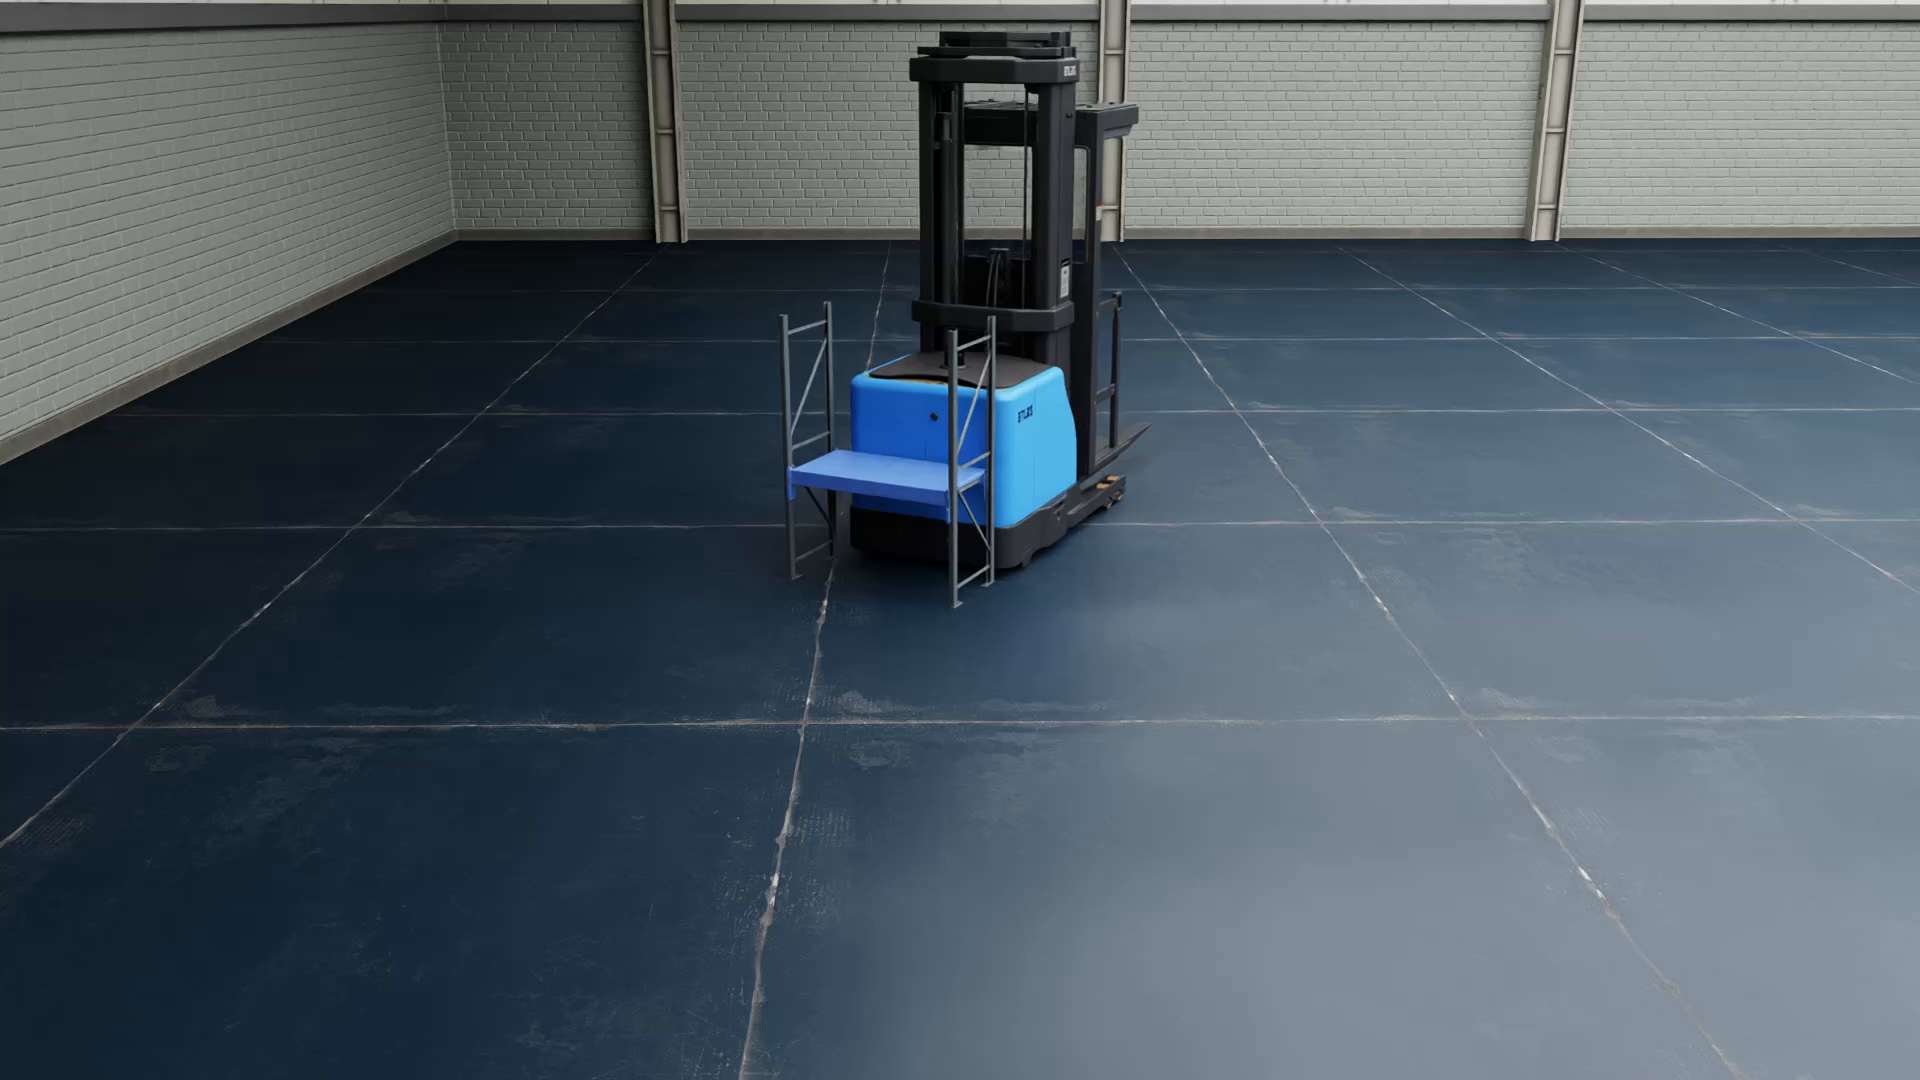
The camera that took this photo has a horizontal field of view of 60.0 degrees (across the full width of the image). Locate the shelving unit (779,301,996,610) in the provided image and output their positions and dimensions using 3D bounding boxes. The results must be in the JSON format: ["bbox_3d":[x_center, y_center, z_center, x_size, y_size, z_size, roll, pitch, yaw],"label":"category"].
[{"bbox_3d":[-0.389,-0.481,9.093,1.048,1.500,0.538,9,20,25],"label":"shelving unit"}]

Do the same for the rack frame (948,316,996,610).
[{"bbox_3d":[0.065,-0.412,8.877,0.032,1.500,0.500,9,20,25],"label":"rack frame"}]

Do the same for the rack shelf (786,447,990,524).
[{"bbox_3d":[-0.389,-0.310,9.148,1.000,0.185,0.538,9,20,25],"label":"rack shelf"}]

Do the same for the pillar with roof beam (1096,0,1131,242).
[{"bbox_3d":[2.113,-7.103,17.458,0.400,9.000,9.100,0,18,-1],"label":"pillar with roof beam"}]

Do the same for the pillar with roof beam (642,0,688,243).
[{"bbox_3d":[-3.887,-7.074,17.368,0.400,9.000,9.100,0,18,-1],"label":"pillar with roof beam"}]

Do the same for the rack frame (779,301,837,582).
[{"bbox_3d":[-0.844,-0.551,9.310,0.032,1.500,0.500,9,20,25],"label":"rack frame"}]

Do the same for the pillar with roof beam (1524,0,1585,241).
[{"bbox_3d":[8.112,-7.132,17.548,0.400,9.000,9.100,0,18,-1],"label":"pillar with roof beam"}]

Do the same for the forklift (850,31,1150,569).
[{"bbox_3d":[0.431,-1.642,10.369,1.130,2.935,3.031,8,19,23],"label":"forklift"}]
